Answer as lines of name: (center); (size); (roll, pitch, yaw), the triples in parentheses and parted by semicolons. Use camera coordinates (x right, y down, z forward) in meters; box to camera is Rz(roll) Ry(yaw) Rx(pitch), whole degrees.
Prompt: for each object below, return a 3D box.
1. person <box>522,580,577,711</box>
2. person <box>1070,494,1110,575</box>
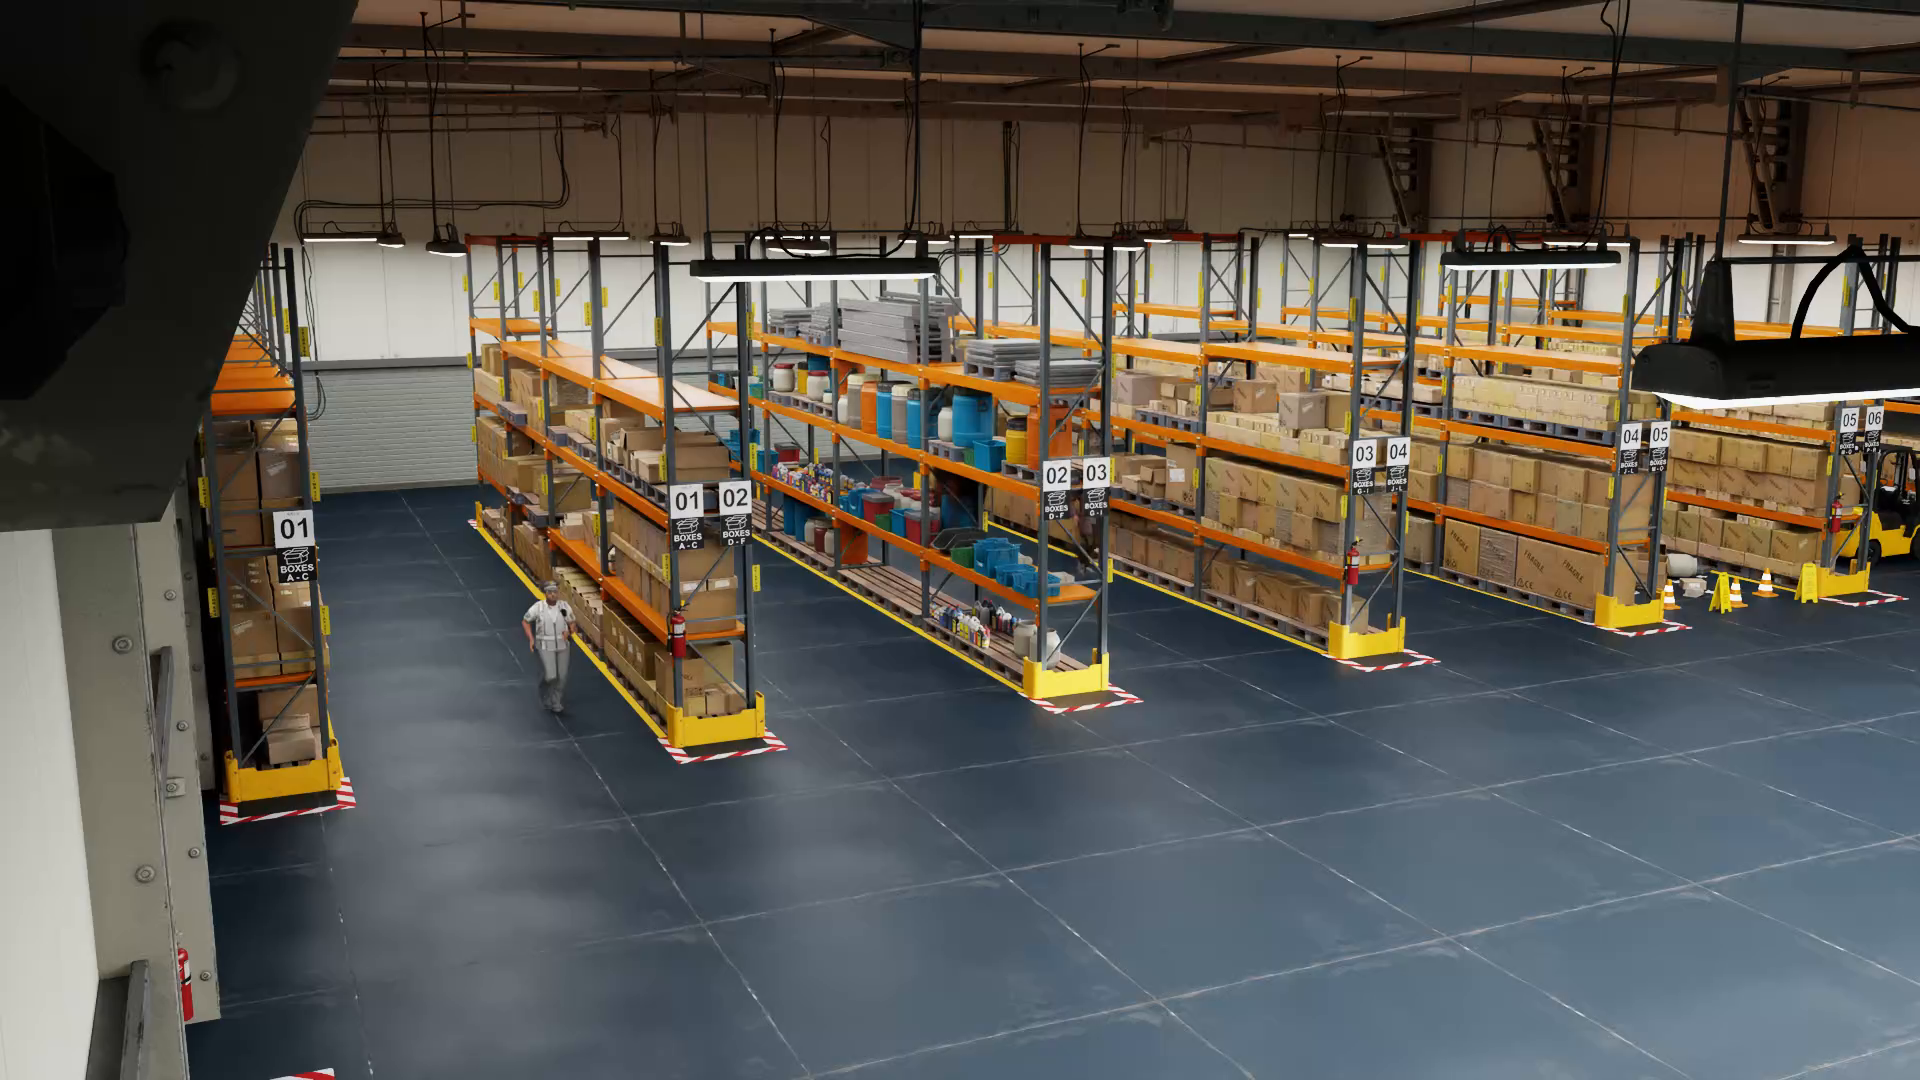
person: (-5.234, 1.377, 21.423); (0.651, 1.740, 0.602); (-6, 13, -29)
person: (2.253, -0.274, 28.490); (0.717, 1.795, 0.644); (-5, 12, -24)
